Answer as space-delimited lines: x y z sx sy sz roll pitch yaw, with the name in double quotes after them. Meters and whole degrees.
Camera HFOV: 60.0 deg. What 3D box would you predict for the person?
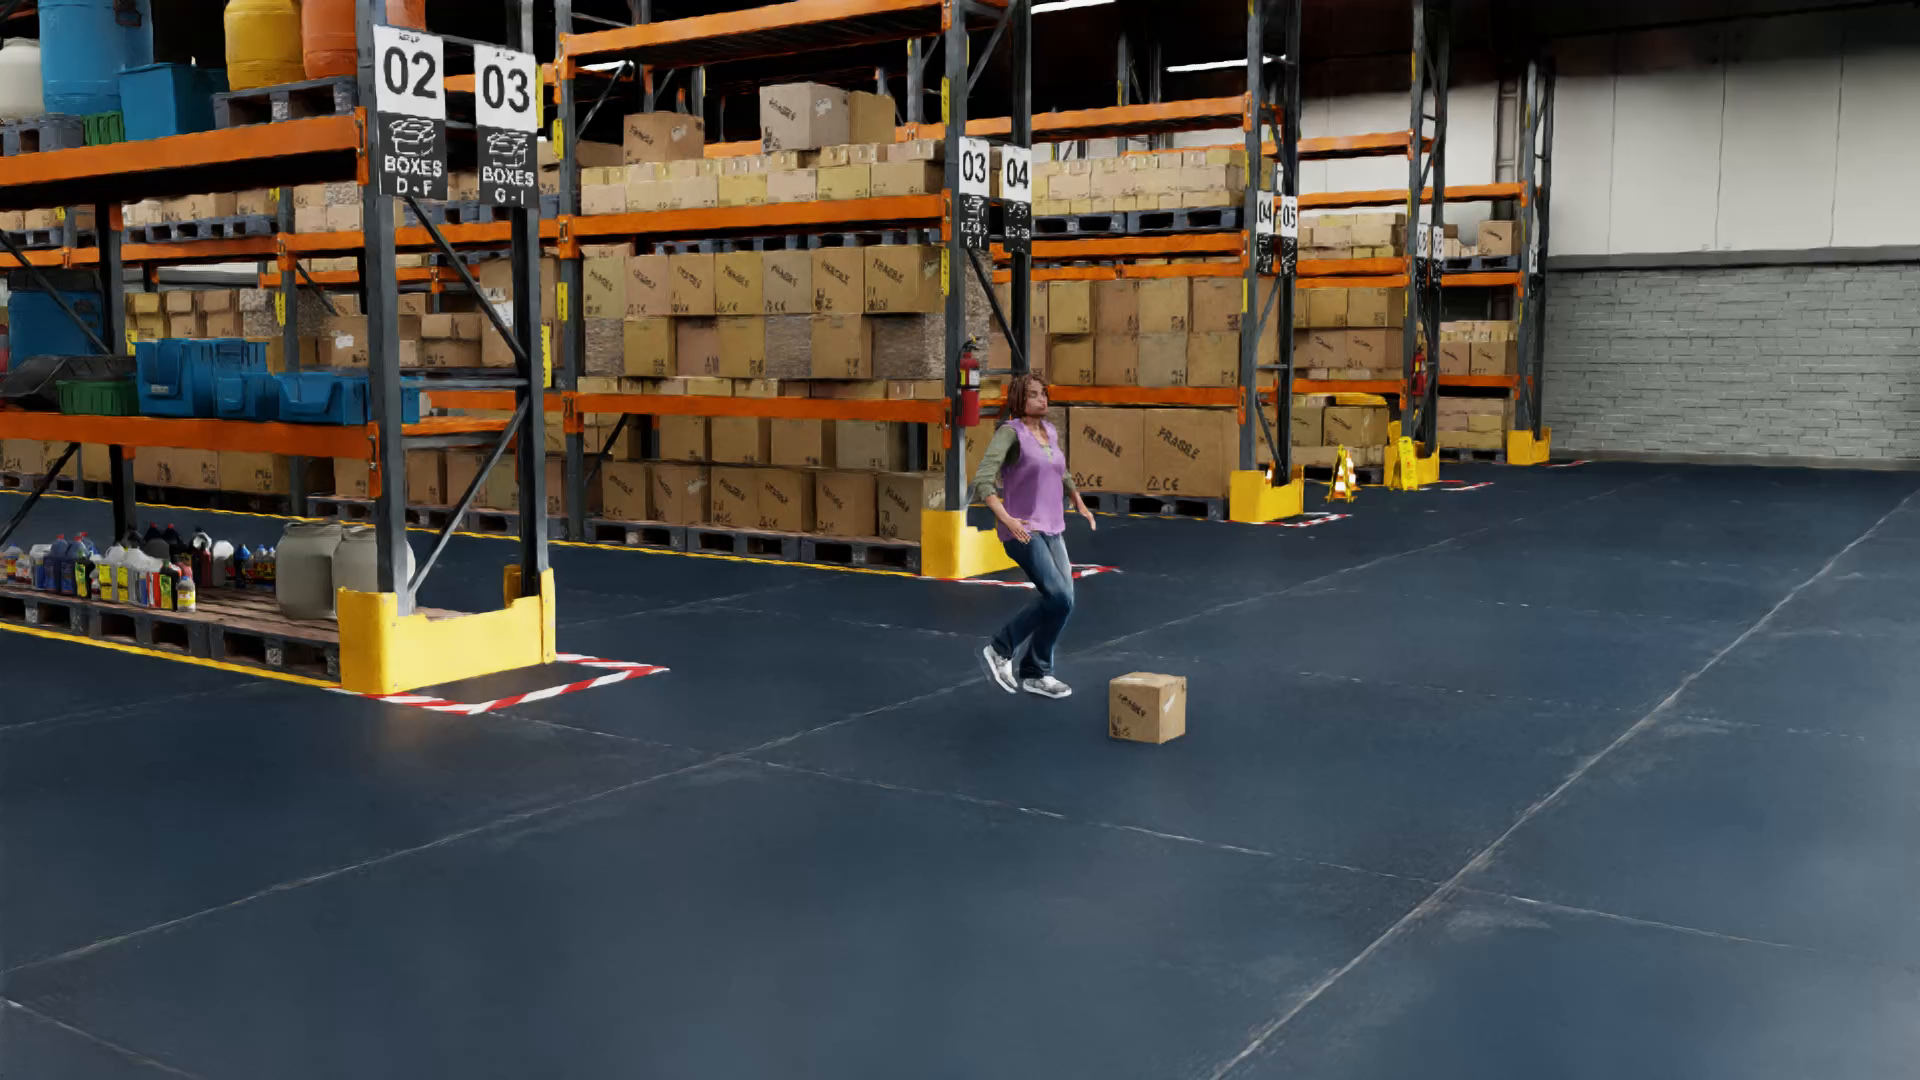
0.396 -0.016 7.970 0.435 1.572 0.600 5 8 36 "person"
